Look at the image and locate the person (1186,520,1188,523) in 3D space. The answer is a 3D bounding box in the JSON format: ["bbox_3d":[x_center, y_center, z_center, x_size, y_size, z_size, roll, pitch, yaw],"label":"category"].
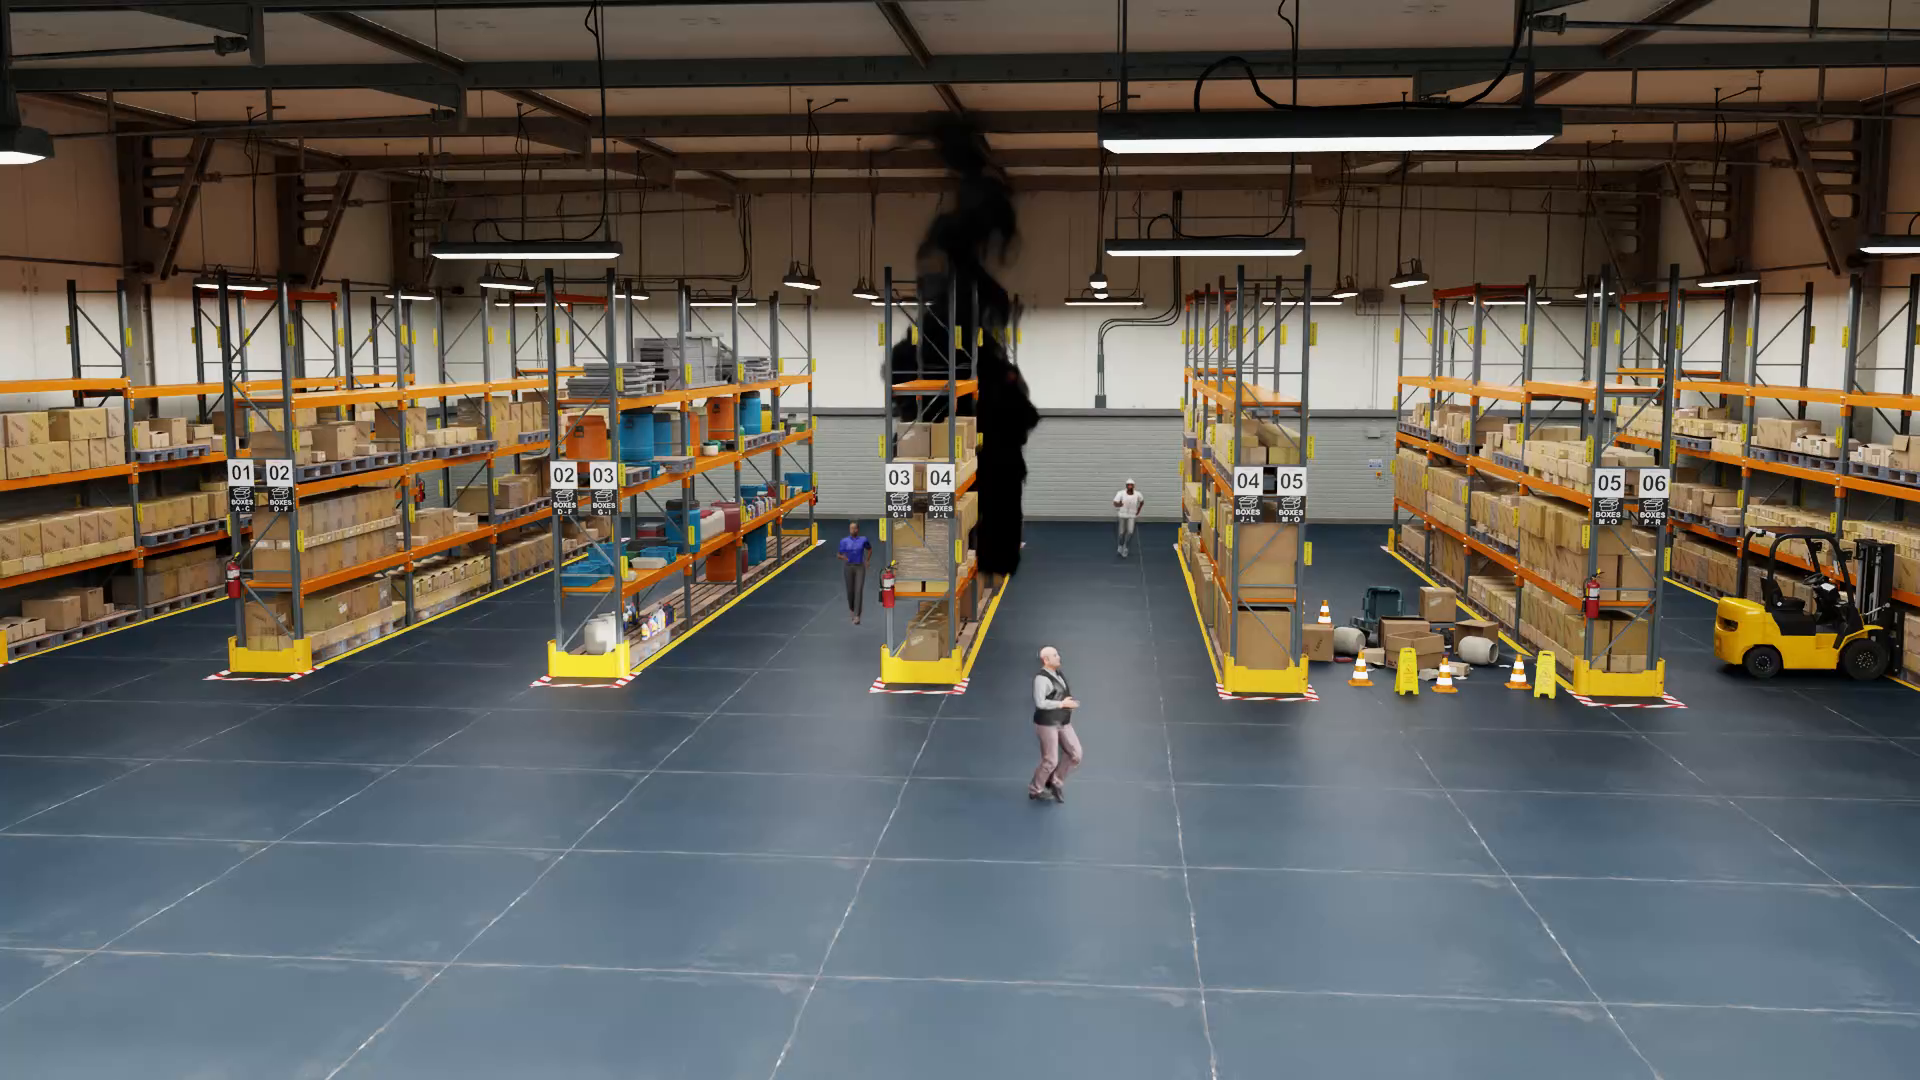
[{"bbox_3d":[5.840,-0.791,40.570,0.844,1.782,0.683,-1,7,-11],"label":"person"}]

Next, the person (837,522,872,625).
[{"bbox_3d":[-1.754,0.586,27.569,0.541,1.593,0.852,0,7,-1],"label":"person"}]

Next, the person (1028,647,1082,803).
[{"bbox_3d":[1.039,2.003,17.830,0.658,1.728,0.641,4,8,32],"label":"person"}]

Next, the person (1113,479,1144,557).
[{"bbox_3d":[3.867,-0.494,38.231,0.695,1.821,0.733,1,7,7],"label":"person"}]
